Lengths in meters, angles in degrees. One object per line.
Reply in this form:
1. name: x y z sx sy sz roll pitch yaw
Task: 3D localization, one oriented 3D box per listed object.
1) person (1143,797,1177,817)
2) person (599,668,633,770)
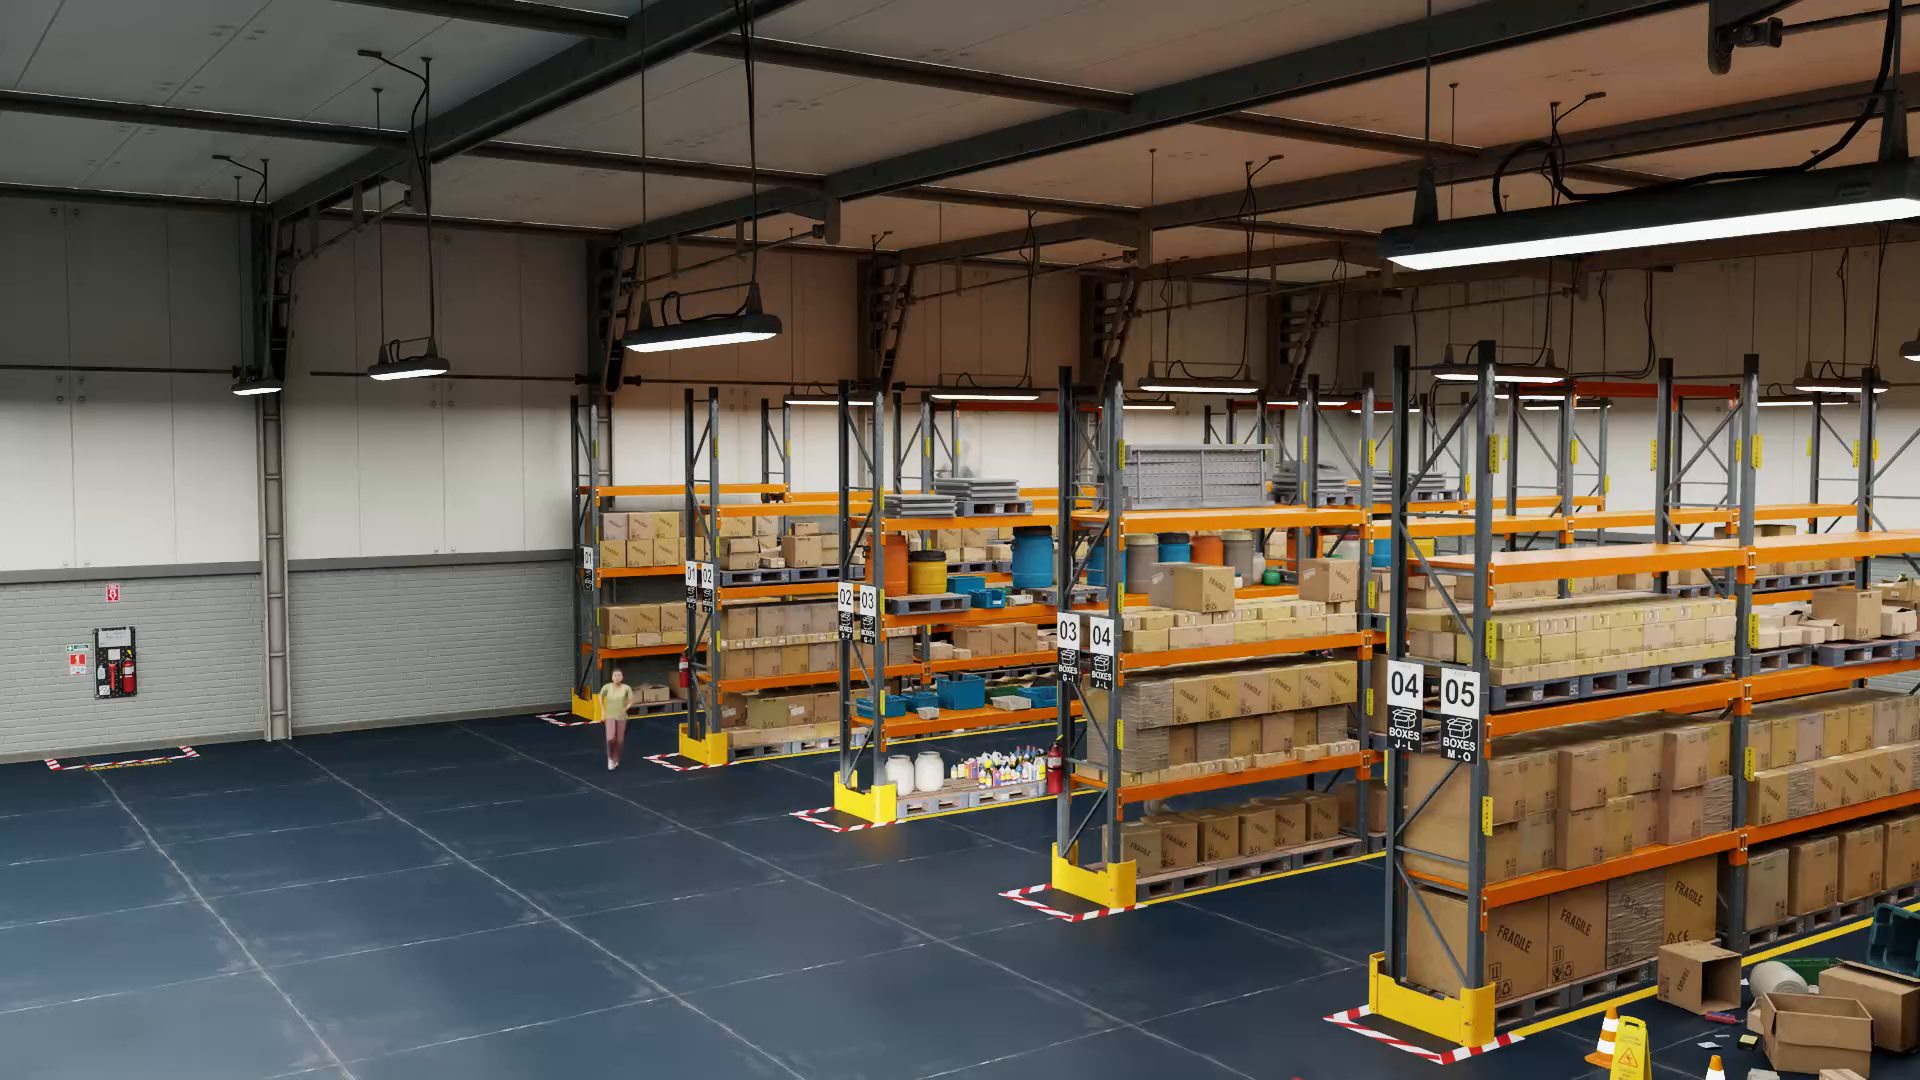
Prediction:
1. person: 2.523 3.041 21.268 0.574 1.679 0.640 -3 4 -38
2. person: -5.351 2.782 25.918 0.507 1.603 0.699 -1 4 -16
